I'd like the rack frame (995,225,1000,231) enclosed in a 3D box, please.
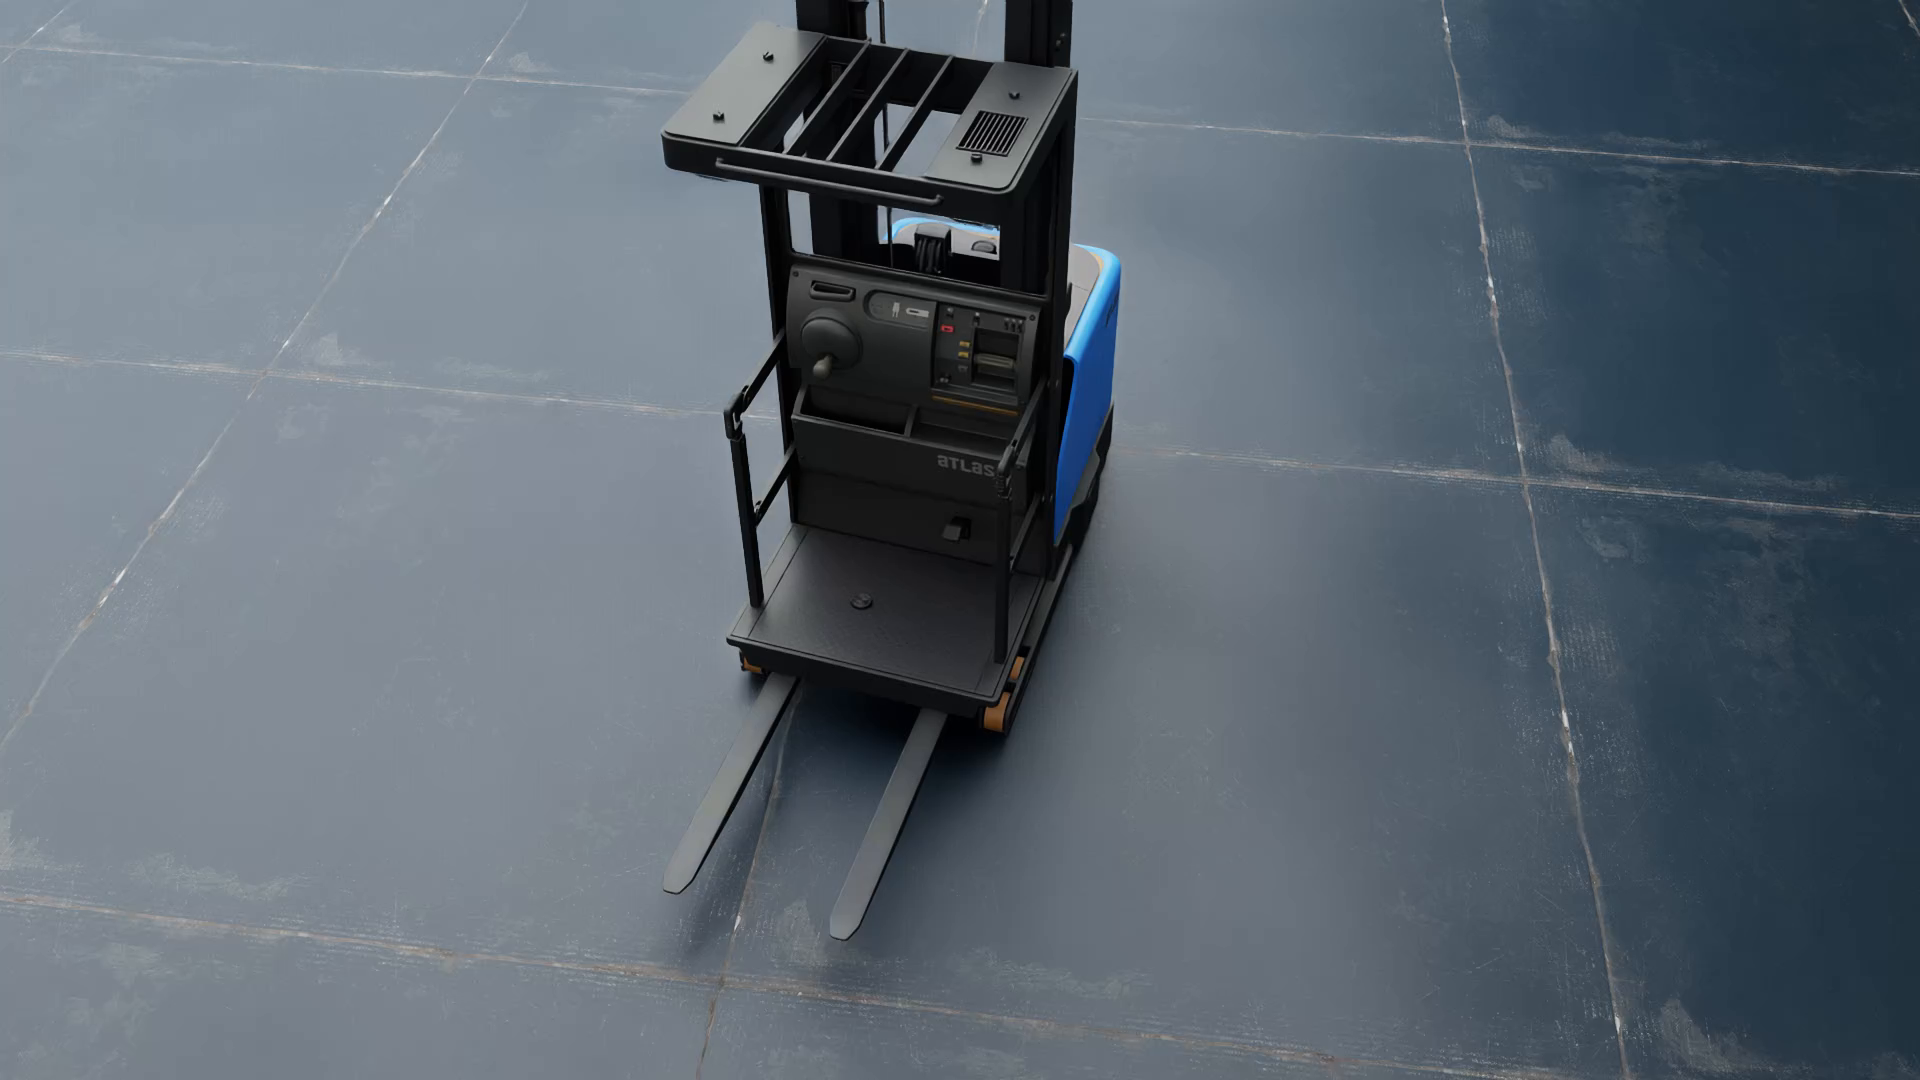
[{"bbox_3d":[0.265,-1.004,7.432,0.240,1.200,0.006,12,44,13],"label":"rack frame"}]

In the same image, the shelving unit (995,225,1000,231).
[{"bbox_3d":[0.293,-1.062,7.497,0.258,1.200,0.189,12,44,13],"label":"shelving unit"}]

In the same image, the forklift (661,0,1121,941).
[{"bbox_3d":[-0.239,-0.633,5.786,1.130,2.935,3.031,12,45,13],"label":"forklift"}]
